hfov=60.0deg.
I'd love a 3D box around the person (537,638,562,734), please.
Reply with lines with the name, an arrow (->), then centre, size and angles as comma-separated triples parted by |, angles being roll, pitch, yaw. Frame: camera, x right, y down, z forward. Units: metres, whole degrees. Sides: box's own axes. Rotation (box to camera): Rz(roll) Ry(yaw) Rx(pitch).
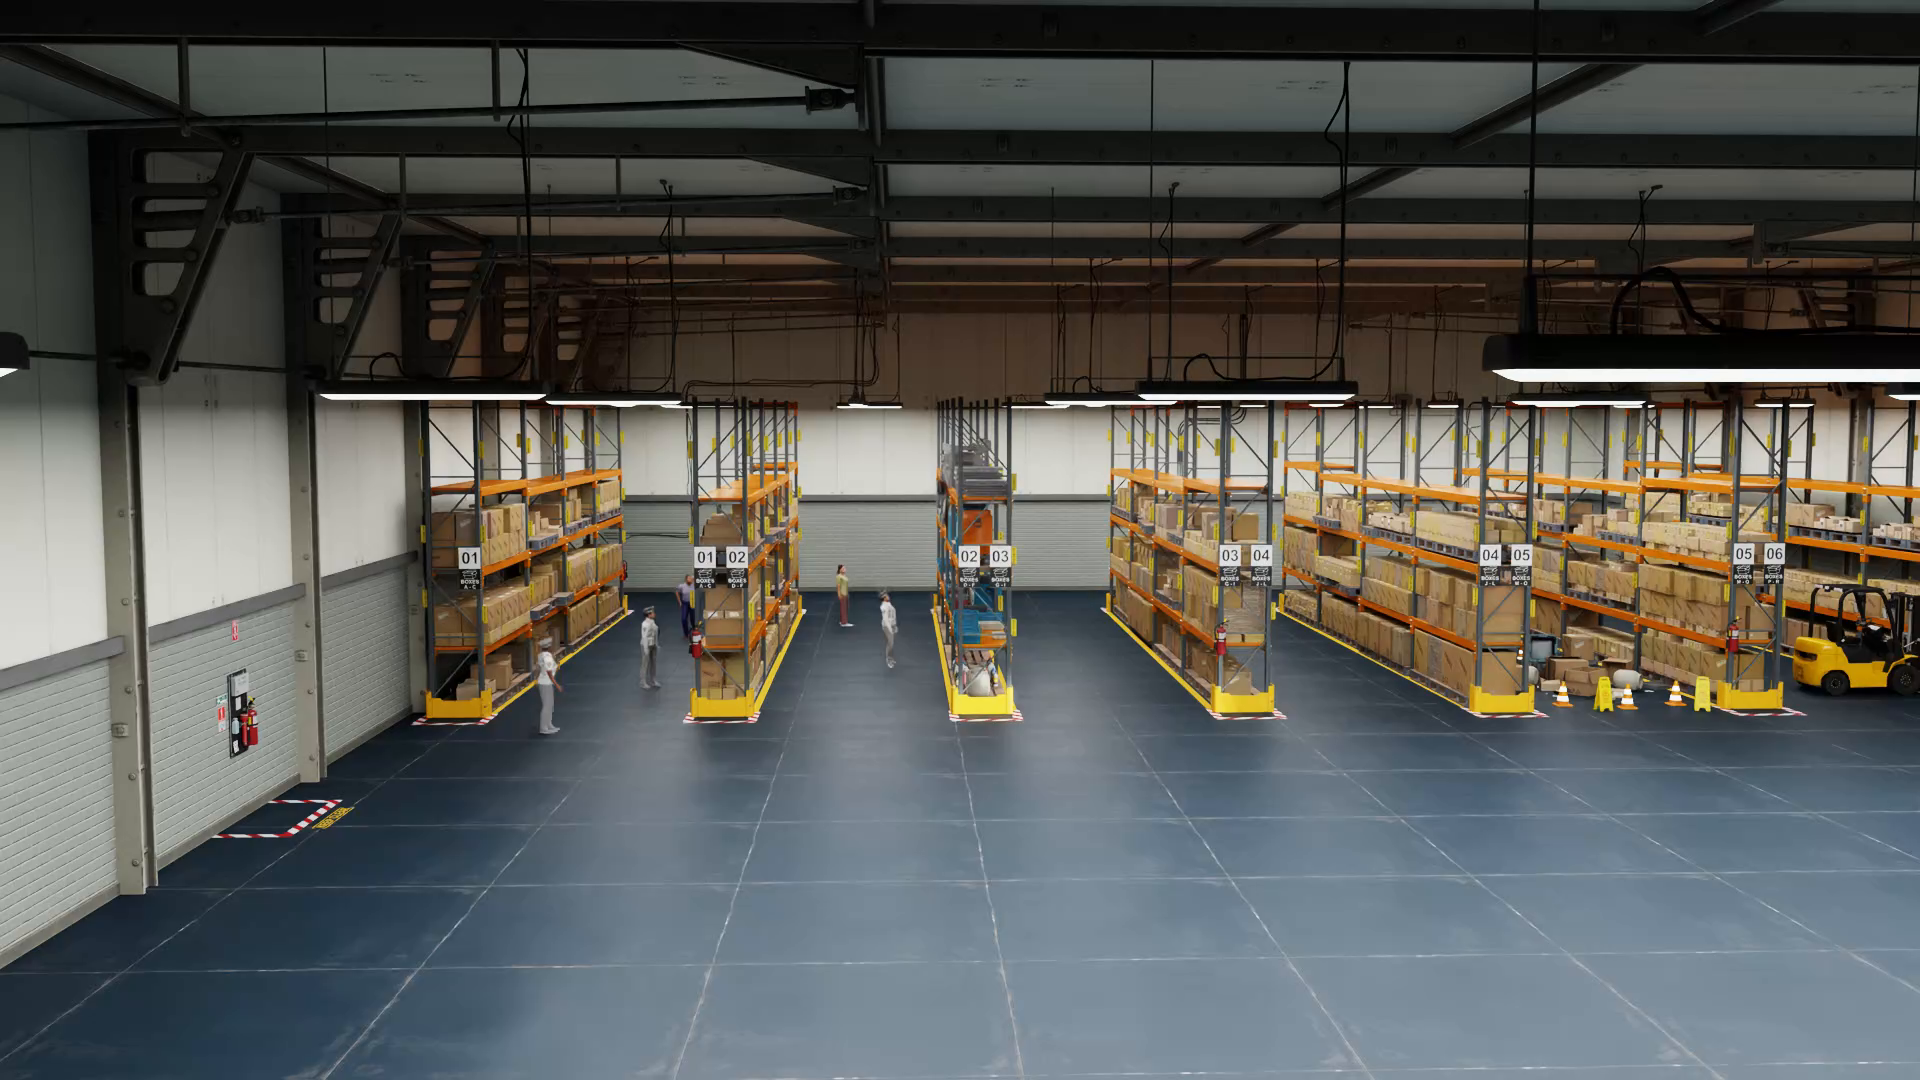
person -> -7.317, 2.600, 29.653 | 0.448, 1.698, 0.476 | -1, 5, -14

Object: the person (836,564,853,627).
person -> -3.069, 1.500, 44.277 | 0.444, 1.725, 0.515 | 1, 5, 12

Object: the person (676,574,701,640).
person -> -6.868, 1.691, 42.012 | 0.625, 1.675, 0.742 | 0, 4, 1

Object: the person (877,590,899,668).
person -> -1.594, 1.989, 37.486 | 0.515, 1.757, 0.503 | 2, 5, 28

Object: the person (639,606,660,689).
person -> -6.432, 2.216, 34.540 | 0.371, 1.699, 0.573 | 2, 5, 20
